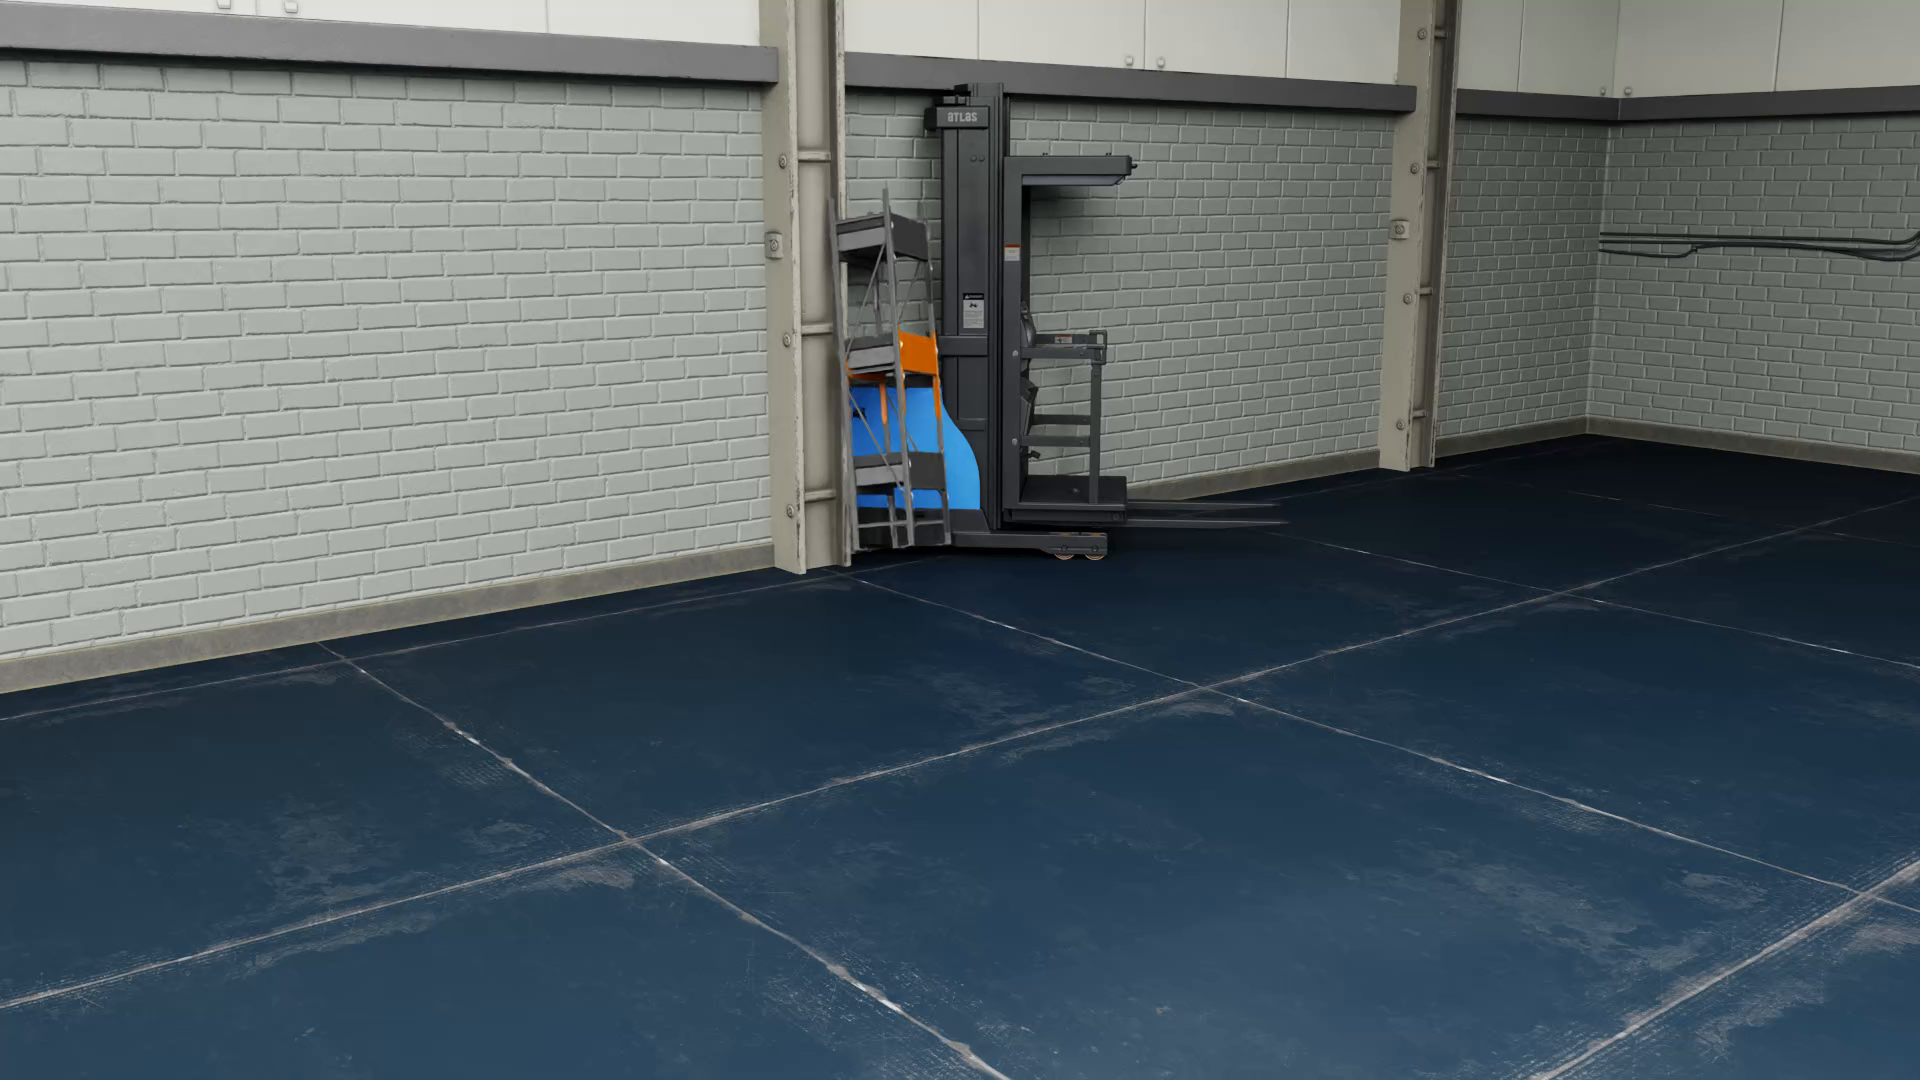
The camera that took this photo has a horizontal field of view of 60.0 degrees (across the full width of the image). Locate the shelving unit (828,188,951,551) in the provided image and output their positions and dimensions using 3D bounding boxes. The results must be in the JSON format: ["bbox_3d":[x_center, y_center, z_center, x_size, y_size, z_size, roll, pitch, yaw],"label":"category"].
[{"bbox_3d":[-0.419,-1.001,10.017,0.431,2.100,0.503,-5,-1,26],"label":"shelving unit"}]

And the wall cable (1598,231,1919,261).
[{"bbox_3d":[6.888,-3.670,14.224,0.112,2.526,3.097,-9,15,-38],"label":"wall cable"}]

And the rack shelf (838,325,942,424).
[{"bbox_3d":[-0.418,-0.987,10.016,0.431,0.518,0.480,-5,-1,26],"label":"rack shelf"}]

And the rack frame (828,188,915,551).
[{"bbox_3d":[-0.525,-0.996,9.797,0.400,2.100,0.015,-5,-1,26],"label":"rack frame"}]

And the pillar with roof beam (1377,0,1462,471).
[{"bbox_3d":[6.451,-4.323,9.823,0.400,9.000,9.100,-9,15,-38],"label":"pillar with roof beam"}]

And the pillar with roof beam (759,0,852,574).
[{"bbox_3d":[1.765,-3.544,6.156,0.400,9.000,9.100,-9,15,-38],"label":"pillar with roof beam"}]

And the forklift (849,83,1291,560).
[{"bbox_3d":[0.624,-1.422,10.768,3.031,2.935,1.130,1,12,5],"label":"forklift"}]

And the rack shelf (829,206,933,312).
[{"bbox_3d":[-0.470,-1.685,10.026,0.431,0.518,0.480,-5,-1,26],"label":"rack shelf"}]

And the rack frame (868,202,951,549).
[{"bbox_3d":[-0.313,-1.006,10.236,0.400,2.100,0.015,-5,-1,26],"label":"rack frame"}]

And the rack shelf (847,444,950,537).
[{"bbox_3d":[-0.365,-0.289,10.007,0.431,0.518,0.480,-5,-1,26],"label":"rack shelf"}]
